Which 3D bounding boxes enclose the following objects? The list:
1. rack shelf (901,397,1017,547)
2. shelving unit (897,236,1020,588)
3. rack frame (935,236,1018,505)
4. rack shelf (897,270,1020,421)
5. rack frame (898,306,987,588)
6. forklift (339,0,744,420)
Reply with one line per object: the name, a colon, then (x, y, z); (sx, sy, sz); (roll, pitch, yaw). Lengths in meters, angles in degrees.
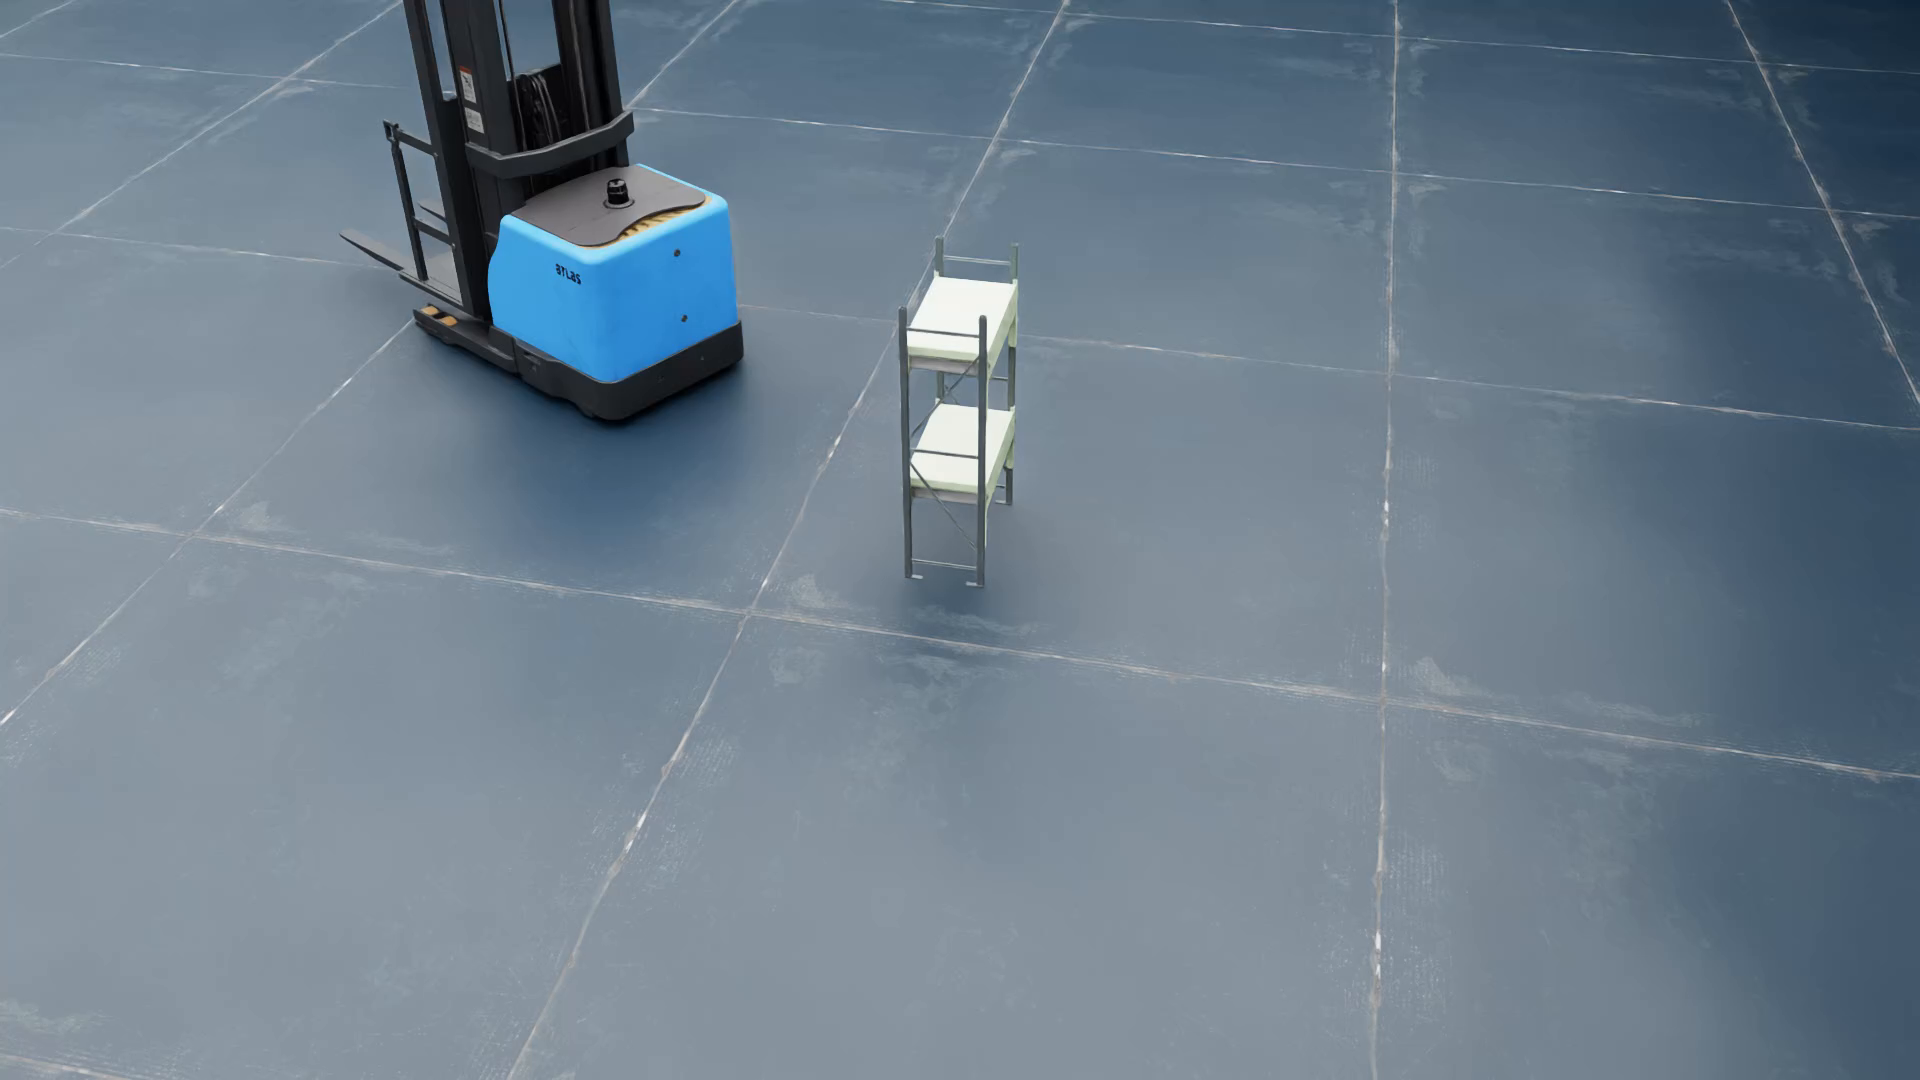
rack shelf: (0.001, -0.347, 8.277); (0.431, 0.370, 0.720); (7, 37, 10)
shelving unit: (0.001, -0.611, 8.085); (0.431, 1.500, 0.755); (7, 37, 10)
rack frame: (0.080, -0.821, 8.375); (0.400, 1.500, 0.023); (7, 37, 10)
rack shelf: (0.001, -0.927, 7.856); (0.431, 0.370, 0.720); (7, 37, 10)
rack frame: (-0.077, -0.401, 7.796); (0.400, 1.500, 0.023); (7, 37, 10)
forklift: (-2.729, -2.592, 9.599); (3.031, 2.935, 1.130); (27, 44, 32)
